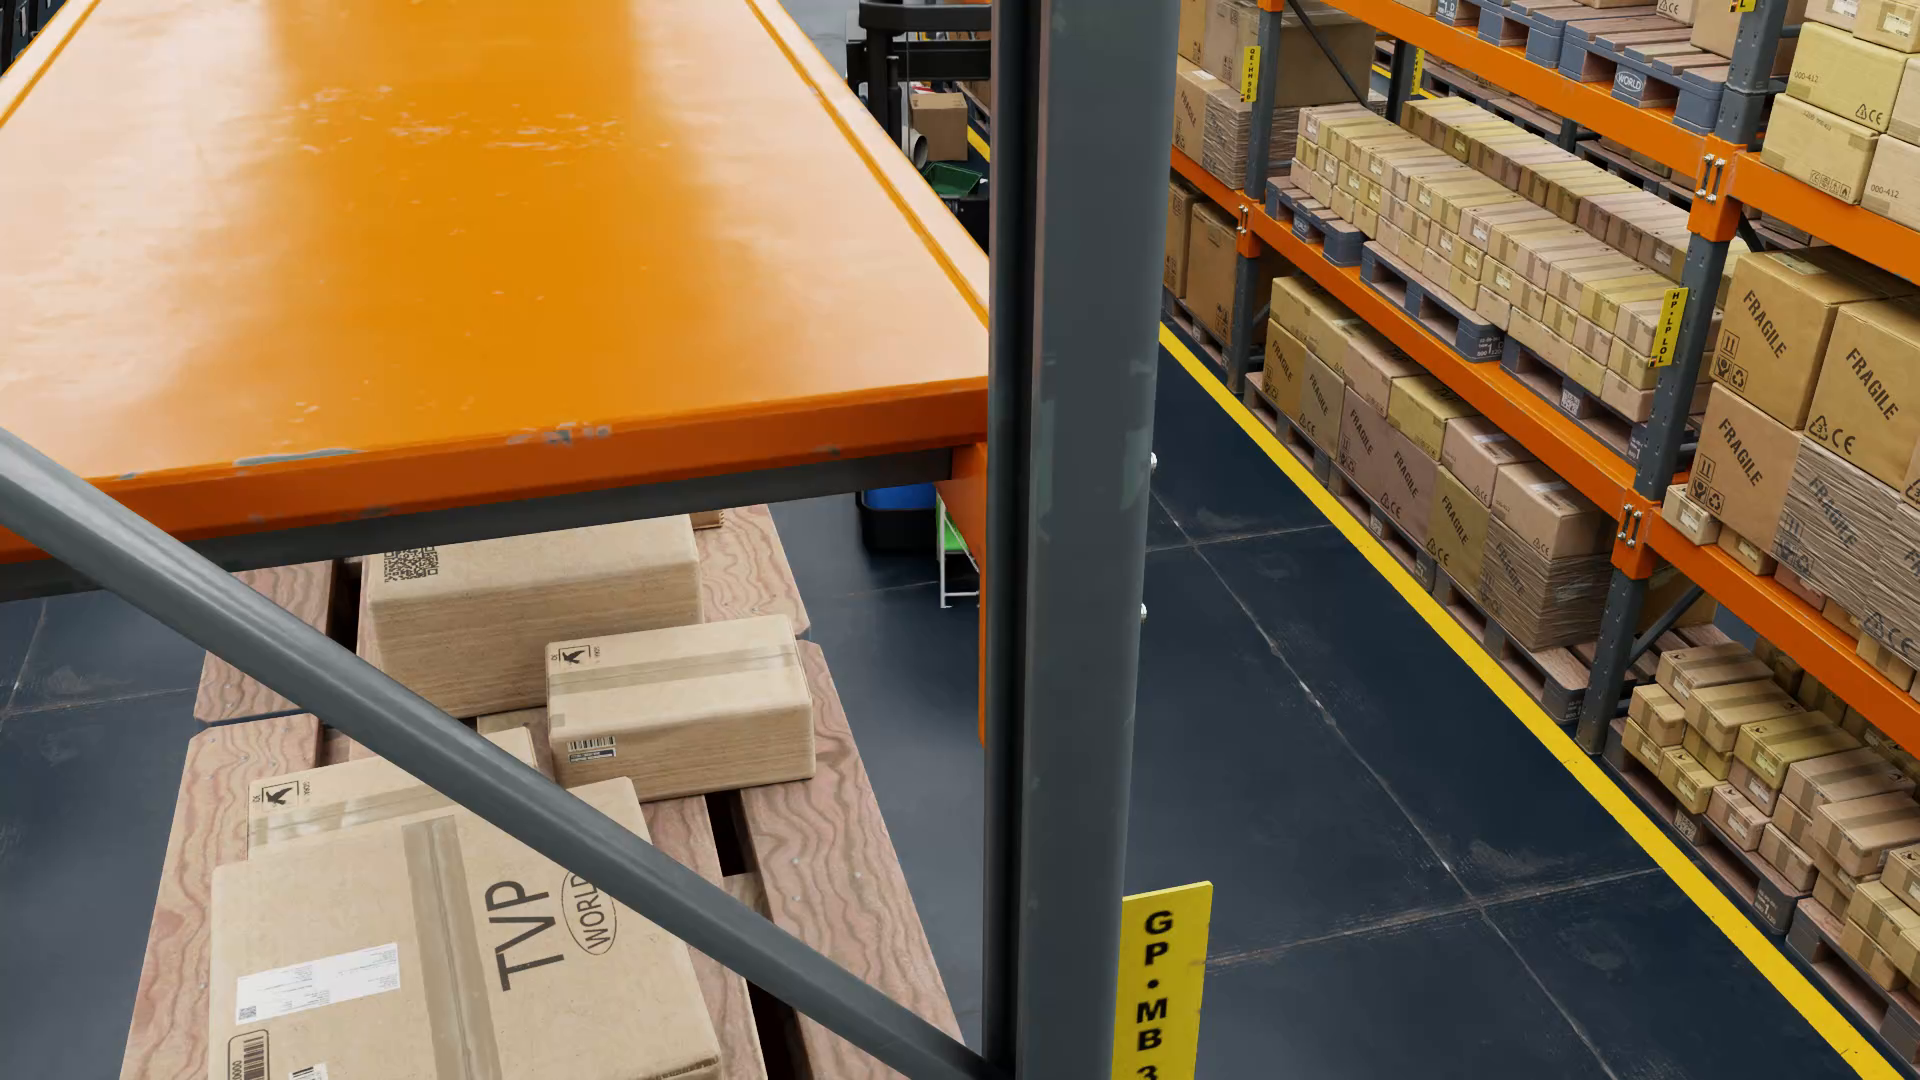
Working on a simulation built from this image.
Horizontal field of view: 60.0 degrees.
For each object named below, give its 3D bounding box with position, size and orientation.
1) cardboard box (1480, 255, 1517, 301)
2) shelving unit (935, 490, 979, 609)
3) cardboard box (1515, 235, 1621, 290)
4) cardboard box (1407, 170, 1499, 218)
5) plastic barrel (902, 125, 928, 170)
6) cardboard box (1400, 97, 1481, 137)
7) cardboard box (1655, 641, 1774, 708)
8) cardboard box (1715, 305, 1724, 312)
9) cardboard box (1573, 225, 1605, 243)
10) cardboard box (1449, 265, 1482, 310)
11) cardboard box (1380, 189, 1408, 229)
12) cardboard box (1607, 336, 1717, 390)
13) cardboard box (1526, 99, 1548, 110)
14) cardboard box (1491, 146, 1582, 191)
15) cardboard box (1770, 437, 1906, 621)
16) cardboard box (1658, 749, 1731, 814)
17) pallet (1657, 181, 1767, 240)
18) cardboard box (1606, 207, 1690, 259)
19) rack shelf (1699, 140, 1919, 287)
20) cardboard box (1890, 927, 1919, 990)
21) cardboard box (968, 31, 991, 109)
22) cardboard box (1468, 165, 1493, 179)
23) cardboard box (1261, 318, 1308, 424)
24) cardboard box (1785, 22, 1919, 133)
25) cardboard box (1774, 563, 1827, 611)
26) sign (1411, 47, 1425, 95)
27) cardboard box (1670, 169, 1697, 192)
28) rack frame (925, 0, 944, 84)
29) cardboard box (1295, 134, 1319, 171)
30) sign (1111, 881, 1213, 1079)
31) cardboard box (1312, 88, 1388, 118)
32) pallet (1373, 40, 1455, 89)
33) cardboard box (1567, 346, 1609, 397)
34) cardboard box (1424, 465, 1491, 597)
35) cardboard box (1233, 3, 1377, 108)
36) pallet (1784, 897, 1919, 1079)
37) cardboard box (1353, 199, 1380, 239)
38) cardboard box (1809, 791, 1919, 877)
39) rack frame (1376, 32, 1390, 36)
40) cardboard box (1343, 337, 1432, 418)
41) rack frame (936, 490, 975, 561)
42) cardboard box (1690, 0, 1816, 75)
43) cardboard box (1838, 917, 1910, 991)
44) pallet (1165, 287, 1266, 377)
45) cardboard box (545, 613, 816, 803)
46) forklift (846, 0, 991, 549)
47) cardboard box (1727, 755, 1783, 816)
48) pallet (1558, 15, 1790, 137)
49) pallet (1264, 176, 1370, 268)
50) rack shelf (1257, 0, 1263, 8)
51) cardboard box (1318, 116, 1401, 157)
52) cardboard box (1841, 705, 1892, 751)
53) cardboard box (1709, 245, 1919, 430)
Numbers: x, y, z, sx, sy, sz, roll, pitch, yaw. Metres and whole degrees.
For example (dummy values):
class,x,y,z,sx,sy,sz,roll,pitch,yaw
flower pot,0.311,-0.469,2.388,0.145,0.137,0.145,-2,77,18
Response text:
class,x,y,z,sx,sy,sz,roll,pitch,yaw
cardboard box,2.747,-1.281,8.003,0.380,0.149,0.250,-9,31,-16
shelving unit,0.008,-0.290,8.554,0.258,1.200,0.503,-2,30,-3
cardboard box,2.818,-1.288,7.719,0.380,0.149,0.250,-8,31,-13
cardboard box,2.546,-1.787,8.582,0.380,0.149,0.250,-7,31,-12
plastic barrel,-0.582,-3.501,14.877,0.512,0.421,0.421,13,32,21
cardboard box,2.832,-2.495,9.804,0.380,0.149,0.250,-9,31,-15
cardboard box,3.213,0.580,7.086,0.380,0.149,0.250,-7,31,-11
cardboard box,3.590,-0.987,7.495,0.380,0.149,0.250,-8,31,-14
cardboard box,3.307,-1.495,8.373,0.380,0.149,0.250,-8,31,-14
cardboard box,2.676,-1.276,8.292,0.380,0.149,0.250,-7,31,-11
cardboard box,2.475,-1.781,8.867,0.380,0.149,0.250,-8,31,-13
cardboard box,3.025,-0.776,7.131,0.380,0.149,0.250,-7,31,-12
cardboard box,5.780,-4.457,16.032,0.500,0.500,0.500,2,30,3
cardboard box,3.099,-2.001,8.951,0.380,0.149,0.250,-8,31,-13
cardboard box,3.348,-0.070,5.980,0.500,0.500,0.500,-8,31,-13
cardboard box,3.179,0.991,6.971,0.380,0.149,0.250,-7,31,-12
pallet,6.542,-2.710,13.721,1.003,0.211,1.213,-8,31,-13
cardboard box,3.382,-1.493,8.073,0.380,0.149,0.250,-8,31,-14
rack shelf,3.852,-0.430,4.722,1.077,0.370,4.000,-8,31,-13
cardboard box,3.528,1.475,5.837,0.380,0.149,0.250,-8,31,-13
cardboard box,0.616,-4.723,16.117,0.875,0.875,0.875,-8,31,-14
cardboard box,3.041,-1.988,9.225,0.380,0.149,0.250,-8,31,-13
cardboard box,2.202,-1.065,10.171,0.500,0.500,0.500,-9,31,-15
cardboard box,3.218,-1.594,5.666,0.500,0.250,0.500,-7,31,-12
cardboard box,3.343,0.117,6.304,0.380,0.149,0.250,-9,31,-15
sign,2.780,-2.884,10.162,0.100,0.325,0.005,-8,31,-13
cardboard box,6.406,-3.189,13.822,0.700,0.500,0.500,-11,32,-18
rack frame,0.136,-6.204,16.975,1.000,3.000,0.127,-8,31,-13
cardboard box,2.194,-2.282,9.733,0.380,0.149,0.250,-6,31,-11
sign,0.174,0.449,1.535,0.100,0.325,0.005,-8,31,-13
cardboard box,2.401,-2.637,10.711,0.500,0.500,0.500,-8,31,-13
pallet,5.147,-5.174,17.979,1.003,0.211,1.213,-8,31,-13
cardboard box,2.955,-0.773,7.422,0.380,0.149,0.250,-8,31,-13
cardboard box,2.746,-0.080,8.470,0.500,0.500,0.500,-9,31,-14
cardboard box,2.150,-3.035,10.401,0.700,0.500,0.500,-8,31,-14
pallet,3.861,1.708,6.088,1.003,0.211,1.213,-8,31,-13
cardboard box,2.400,-1.781,9.164,0.380,0.149,0.250,-6,31,-11
cardboard box,3.424,1.093,6.200,0.380,0.149,0.250,-7,31,-12
rack frame,4.945,-6.815,18.030,1.000,3.000,0.127,-8,31,-13
cardboard box,2.463,-0.914,9.162,0.500,0.250,0.500,-8,31,-13
rack frame,-0.005,-0.412,8.765,0.240,1.200,0.015,-2,30,-3
cardboard box,3.327,-2.129,6.421,0.700,0.500,0.500,-8,31,-13
cardboard box,3.492,1.483,6.120,0.380,0.149,0.250,-9,31,-15
pallet,2.123,-1.524,11.673,1.003,0.211,1.213,-8,31,-13
cardboard box,-0.430,0.260,2.544,0.380,0.149,0.250,-7,31,-11
forklift,-0.084,-1.927,9.653,1.130,2.935,3.031,-2,30,-3
cardboard box,3.362,0.956,6.734,0.380,0.149,0.250,-8,31,-14
pallet,3.260,-1.938,6.797,1.213,0.211,1.003,-8,31,-13
pallet,2.552,-1.927,9.777,1.213,0.211,1.003,-8,31,-13
rack shelf,1.729,-4.293,11.397,1.077,0.370,4.000,-8,31,-13
cardboard box,2.269,-2.293,9.454,0.380,0.149,0.250,-9,31,-15
cardboard box,3.846,0.761,6.774,0.380,0.149,0.250,-8,31,-14
cardboard box,3.206,-0.763,6.179,0.500,0.500,0.500,-7,31,-12
